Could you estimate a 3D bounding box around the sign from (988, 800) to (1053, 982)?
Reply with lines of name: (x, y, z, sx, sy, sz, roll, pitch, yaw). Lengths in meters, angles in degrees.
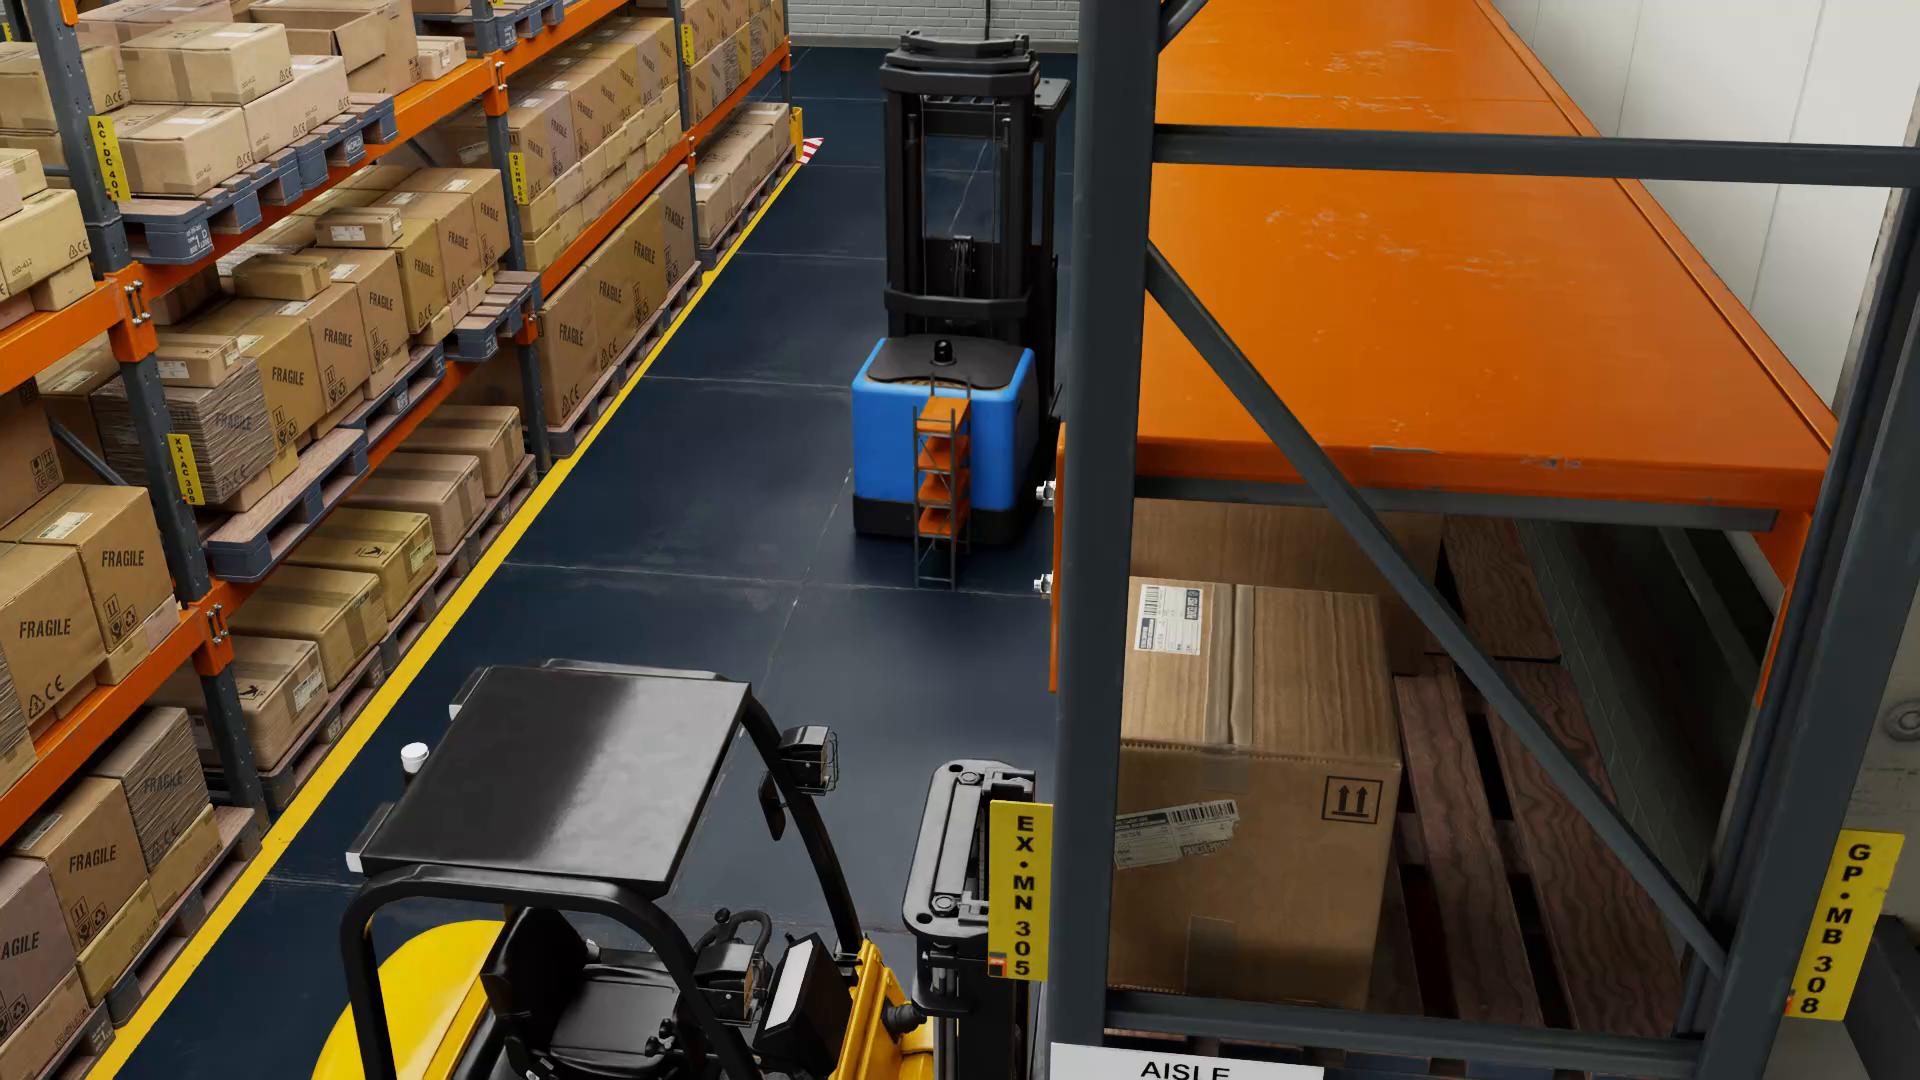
sign: (0.092, 0.513, 2.414, 0.100, 0.325, 0.005, 3, 28, 6)

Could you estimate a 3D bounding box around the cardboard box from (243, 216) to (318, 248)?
cardboard box: (-3.718, -1.491, 9.285, 0.500, 0.500, 0.500, 4, 29, 7)

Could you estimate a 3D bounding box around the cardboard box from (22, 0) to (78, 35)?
cardboard box: (-7.964, -4.801, 14.817, 0.500, 0.500, 0.500, 2, 28, 4)

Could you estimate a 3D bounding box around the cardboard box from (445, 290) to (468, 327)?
cardboard box: (-3.111, -1.362, 9.730, 0.380, 0.149, 0.250, 2, 28, 4)

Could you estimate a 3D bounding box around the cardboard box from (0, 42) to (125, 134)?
cardboard box: (-3.863, -1.882, 6.899, 0.500, 0.250, 0.500, 4, 29, 7)

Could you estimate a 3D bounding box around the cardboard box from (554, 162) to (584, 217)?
cardboard box: (-2.946, -2.447, 11.553, 0.500, 0.250, 0.500, 4, 29, 7)

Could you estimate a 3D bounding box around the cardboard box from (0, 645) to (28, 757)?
cardboard box: (-3.731, 0.593, 5.859, 0.500, 0.500, 0.500, 4, 29, 8)

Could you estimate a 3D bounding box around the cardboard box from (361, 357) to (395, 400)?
cardboard box: (-3.239, -0.871, 8.818, 0.380, 0.149, 0.250, 4, 29, 8)

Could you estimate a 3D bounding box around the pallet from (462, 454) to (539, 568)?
pallet: (-3.415, -0.230, 10.747, 1.003, 0.211, 1.213, 3, 28, 6)

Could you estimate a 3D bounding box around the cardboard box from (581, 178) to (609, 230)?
cardboard box: (-2.893, -2.465, 12.112, 0.500, 0.250, 0.500, 4, 29, 8)

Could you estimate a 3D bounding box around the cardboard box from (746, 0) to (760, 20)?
cardboard box: (-2.259, -5.354, 16.159, 0.500, 0.500, 0.500, 3, 28, 6)

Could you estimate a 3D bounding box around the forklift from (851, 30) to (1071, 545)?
forklift: (0.108, -1.939, 11.051, 1.130, 2.935, 3.031, 5, 29, 10)

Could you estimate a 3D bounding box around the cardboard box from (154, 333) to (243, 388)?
cardboard box: (-3.399, -0.789, 7.298, 0.380, 0.149, 0.250, 3, 28, 6)

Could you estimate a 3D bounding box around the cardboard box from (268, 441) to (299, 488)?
cardboard box: (-3.387, -0.376, 7.899, 0.380, 0.149, 0.250, 4, 29, 7)

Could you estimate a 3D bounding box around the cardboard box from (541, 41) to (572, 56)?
cardboard box: (-3.266, -3.525, 12.763, 0.500, 0.500, 0.500, 3, 28, 5)

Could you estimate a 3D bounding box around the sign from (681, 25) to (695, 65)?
sign: (-2.288, -4.156, 13.957, 0.100, 0.325, 0.005, 3, 28, 6)

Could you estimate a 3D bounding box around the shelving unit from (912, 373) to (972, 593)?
shelving unit: (-0.102, -0.337, 9.902, 0.258, 1.200, 0.503, 5, 29, 10)

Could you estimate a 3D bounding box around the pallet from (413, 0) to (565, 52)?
pallet: (-3.292, -3.369, 10.670, 1.213, 0.211, 1.003, 5, 29, 9)

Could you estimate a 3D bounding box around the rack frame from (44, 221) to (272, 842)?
rack frame: (-3.808, 0.057, 7.273, 1.000, 3.000, 0.127, 3, 28, 6)

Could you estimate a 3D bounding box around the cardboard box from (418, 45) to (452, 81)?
cardboard box: (-3.170, -2.758, 9.600, 0.380, 0.149, 0.250, 3, 28, 6)

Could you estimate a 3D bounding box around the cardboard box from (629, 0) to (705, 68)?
cardboard box: (-2.529, -4.403, 14.392, 0.500, 0.500, 0.500, 4, 29, 7)

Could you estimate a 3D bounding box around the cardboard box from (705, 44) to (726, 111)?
cardboard box: (-2.445, -4.195, 15.060, 0.500, 0.500, 0.500, 4, 29, 7)

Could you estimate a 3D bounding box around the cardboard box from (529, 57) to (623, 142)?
cardboard box: (-2.820, -3.242, 12.237, 0.500, 0.500, 0.500, 4, 29, 7)

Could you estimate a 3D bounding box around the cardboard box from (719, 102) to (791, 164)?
cardboard box: (-2.319, -4.332, 17.679, 0.875, 0.438, 0.875, 2, 28, 4)

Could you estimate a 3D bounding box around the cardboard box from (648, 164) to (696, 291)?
cardboard box: (-2.824, -2.661, 14.117, 0.875, 0.875, 0.875, 4, 29, 8)

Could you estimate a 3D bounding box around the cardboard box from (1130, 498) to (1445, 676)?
cardboard box: (0.666, -0.065, 3.685, 0.700, 0.500, 0.500, 4, 29, 7)

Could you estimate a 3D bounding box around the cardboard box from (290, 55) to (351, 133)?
cardboard box: (-3.237, -2.111, 7.850, 0.500, 0.250, 0.500, 3, 28, 6)

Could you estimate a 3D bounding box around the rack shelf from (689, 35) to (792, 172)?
rack shelf: (-2.583, -4.333, 16.181, 1.077, 0.370, 4.000, 3, 28, 6)

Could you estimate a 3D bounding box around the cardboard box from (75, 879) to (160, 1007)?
cardboard box: (-3.669, 1.628, 6.814, 0.500, 0.250, 0.500, 3, 28, 5)

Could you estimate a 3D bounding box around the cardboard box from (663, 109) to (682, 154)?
cardboard box: (-2.632, -3.417, 13.879, 0.500, 0.250, 0.500, 3, 28, 5)

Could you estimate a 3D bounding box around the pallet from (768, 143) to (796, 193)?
pallet: (-2.358, -3.983, 17.712, 1.003, 0.211, 1.213, 3, 28, 6)

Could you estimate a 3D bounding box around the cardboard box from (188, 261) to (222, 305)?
cardboard box: (-3.894, -1.274, 8.199, 0.380, 0.149, 0.250, 2, 28, 4)

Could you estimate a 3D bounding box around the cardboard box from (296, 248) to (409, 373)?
cardboard box: (-3.279, -1.217, 8.776, 0.500, 0.500, 0.500, 2, 28, 4)

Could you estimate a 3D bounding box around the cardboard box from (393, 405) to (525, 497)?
cardboard box: (-3.397, -0.588, 10.799, 0.950, 0.372, 0.625, 1, 28, 3)

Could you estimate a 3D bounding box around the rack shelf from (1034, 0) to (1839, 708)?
rack shelf: (0.874, -0.863, 3.836, 1.077, 0.370, 4.000, 3, 28, 6)

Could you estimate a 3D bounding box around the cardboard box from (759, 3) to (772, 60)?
cardboard box: (-2.210, -5.157, 16.847, 0.500, 0.500, 0.500, 3, 28, 5)

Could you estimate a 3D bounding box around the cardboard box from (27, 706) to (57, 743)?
cardboard box: (-3.722, 0.689, 6.365, 0.380, 0.149, 0.250, 3, 28, 5)

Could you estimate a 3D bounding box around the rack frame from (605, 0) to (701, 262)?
rack frame: (-2.828, -3.708, 14.263, 1.000, 3.000, 0.127, 3, 28, 6)

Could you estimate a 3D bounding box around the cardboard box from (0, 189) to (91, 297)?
cardboard box: (-3.595, -1.104, 6.110, 0.500, 0.250, 0.500, 3, 28, 6)

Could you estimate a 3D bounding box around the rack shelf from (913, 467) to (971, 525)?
rack shelf: (-0.102, -0.277, 9.934, 0.258, 0.148, 0.480, 5, 29, 10)

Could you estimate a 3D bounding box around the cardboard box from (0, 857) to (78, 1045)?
cardboard box: (-3.736, 1.527, 6.211, 0.500, 0.500, 0.500, 5, 29, 9)

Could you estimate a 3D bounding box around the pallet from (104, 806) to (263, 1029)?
pallet: (-3.855, 1.603, 7.344, 1.003, 0.211, 1.213, 3, 28, 6)

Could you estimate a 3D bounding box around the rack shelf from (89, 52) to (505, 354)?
rack shelf: (-3.563, -1.888, 8.480, 1.077, 0.370, 4.000, 3, 28, 6)

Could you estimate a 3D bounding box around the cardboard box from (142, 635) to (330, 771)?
cardboard box: (-3.746, 0.782, 8.255, 0.950, 0.372, 0.625, 4, 29, 7)

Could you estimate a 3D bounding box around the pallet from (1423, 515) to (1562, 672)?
pallet: (0.888, 0.038, 4.239, 1.003, 0.211, 1.213, 3, 28, 6)

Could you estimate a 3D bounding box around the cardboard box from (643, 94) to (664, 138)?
cardboard box: (-2.694, -3.405, 13.331, 0.500, 0.250, 0.500, 4, 29, 7)

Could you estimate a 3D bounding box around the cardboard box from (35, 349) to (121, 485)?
cardboard box: (-3.979, -0.533, 7.508, 0.500, 0.500, 0.500, 3, 28, 5)

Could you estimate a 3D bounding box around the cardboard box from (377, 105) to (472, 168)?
cardboard box: (-3.514, -2.568, 10.987, 0.500, 0.500, 0.500, 3, 28, 5)

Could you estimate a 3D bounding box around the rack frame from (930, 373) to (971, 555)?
rack frame: (-0.056, -0.450, 10.113, 0.240, 1.200, 0.015, 5, 29, 10)
